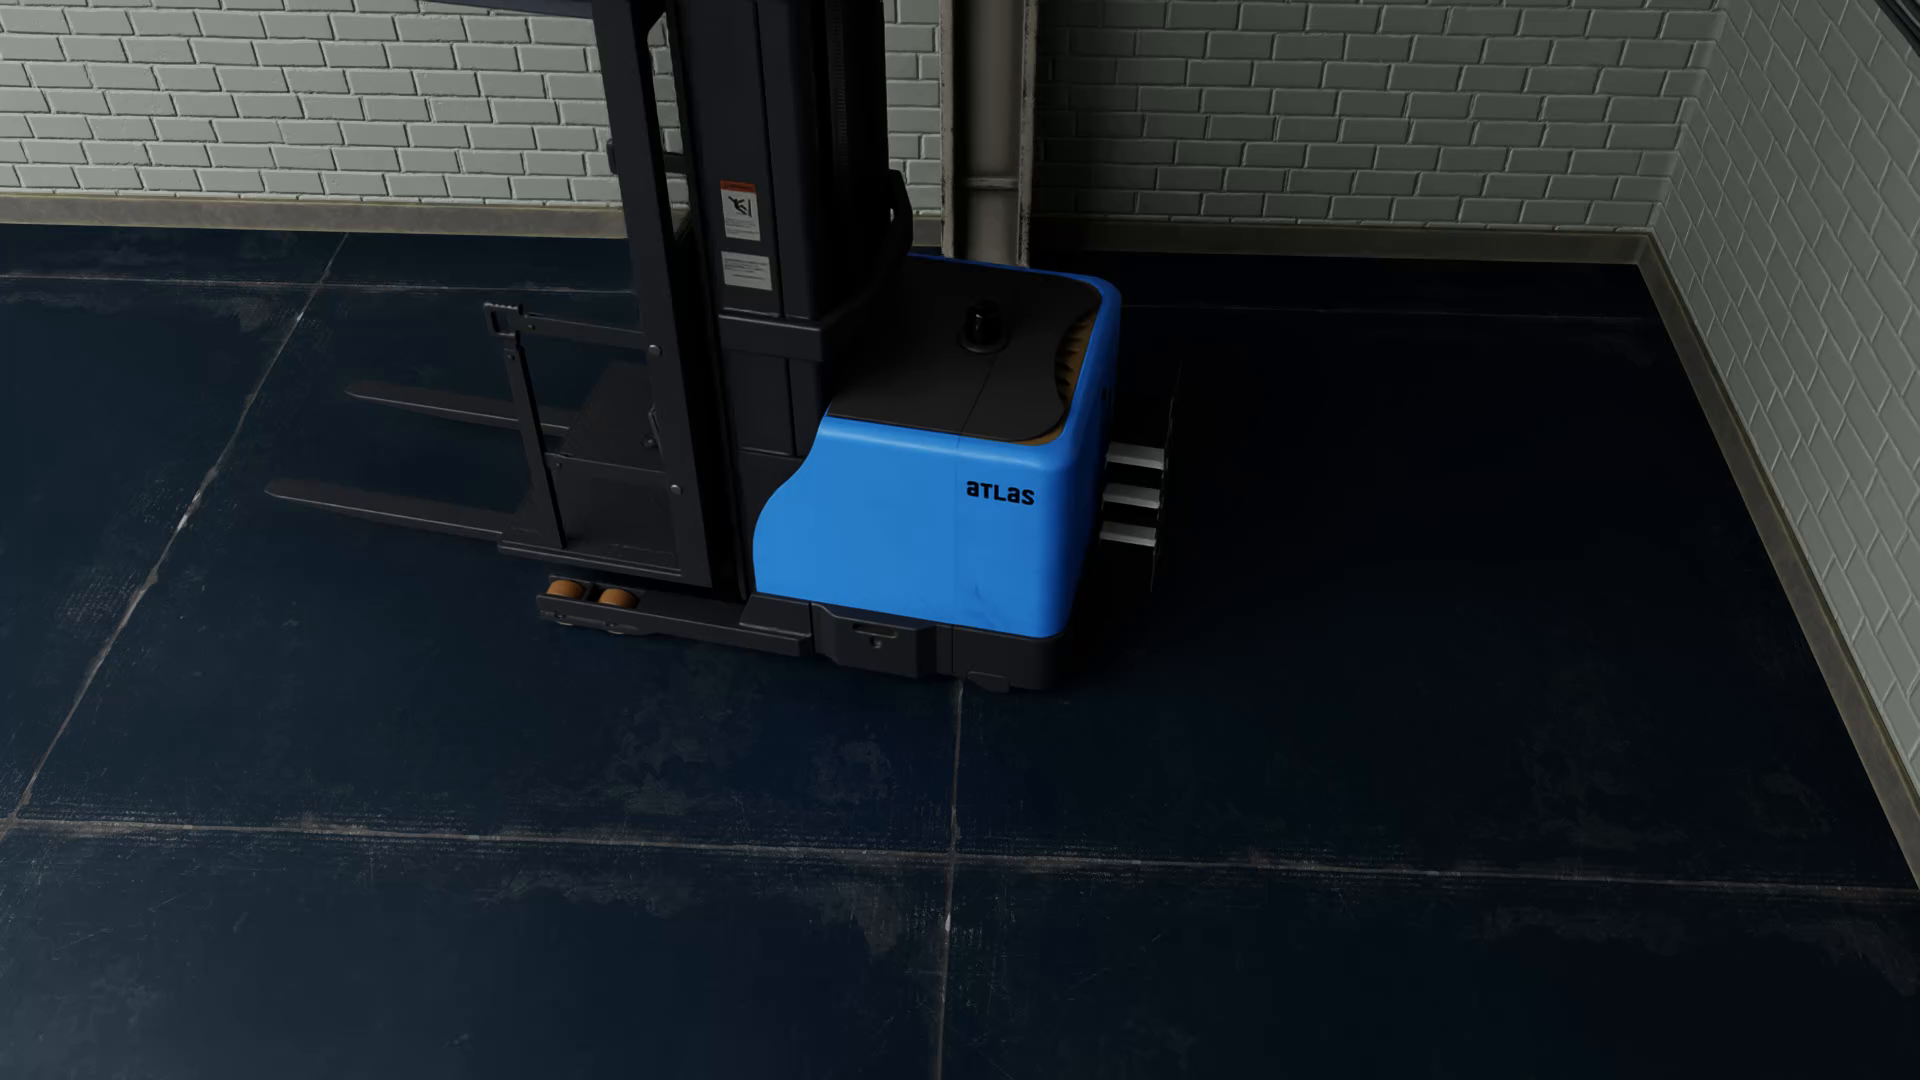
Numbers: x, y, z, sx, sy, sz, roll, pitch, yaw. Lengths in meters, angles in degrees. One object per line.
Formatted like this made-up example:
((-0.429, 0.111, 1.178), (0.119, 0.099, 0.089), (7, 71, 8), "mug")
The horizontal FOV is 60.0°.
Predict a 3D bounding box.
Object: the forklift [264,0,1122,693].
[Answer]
((-1.012, -1.079, 5.258), (3.031, 2.935, 1.130), (9, 44, 9), "forklift")

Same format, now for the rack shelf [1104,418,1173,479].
((0.619, -0.333, 5.732), (0.200, 0.077, 0.258), (9, 44, 9), "rack shelf")

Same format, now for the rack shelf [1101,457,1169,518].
((0.619, -0.201, 5.854), (0.200, 0.077, 0.258), (9, 44, 9), "rack shelf")

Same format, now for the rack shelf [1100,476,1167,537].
((0.619, -0.135, 5.916), (0.200, 0.077, 0.258), (9, 44, 9), "rack shelf")

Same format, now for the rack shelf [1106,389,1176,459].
((0.619, -0.399, 5.670), (0.200, 0.077, 0.258), (9, 44, 9), "rack shelf")

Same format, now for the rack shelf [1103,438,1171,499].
((0.619, -0.267, 5.793), (0.200, 0.077, 0.258), (9, 44, 9), "rack shelf")

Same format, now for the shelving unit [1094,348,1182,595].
((0.619, -0.225, 5.832), (0.210, 0.900, 0.258), (9, 44, 9), "shelving unit")

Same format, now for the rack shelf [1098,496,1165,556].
((0.619, -0.069, 5.977), (0.200, 0.077, 0.258), (9, 44, 9), "rack shelf")

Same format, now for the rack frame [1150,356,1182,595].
((0.718, -0.210, 5.815), (0.006, 0.900, 0.240), (9, 44, 9), "rack frame")

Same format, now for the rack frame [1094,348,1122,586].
((0.520, -0.241, 5.848), (0.006, 0.900, 0.240), (9, 44, 9), "rack frame")

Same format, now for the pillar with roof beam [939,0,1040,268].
((-0.071, -1.634, 1.402), (0.400, 9.000, 9.100), (2, 43, 2), "pillar with roof beam")
